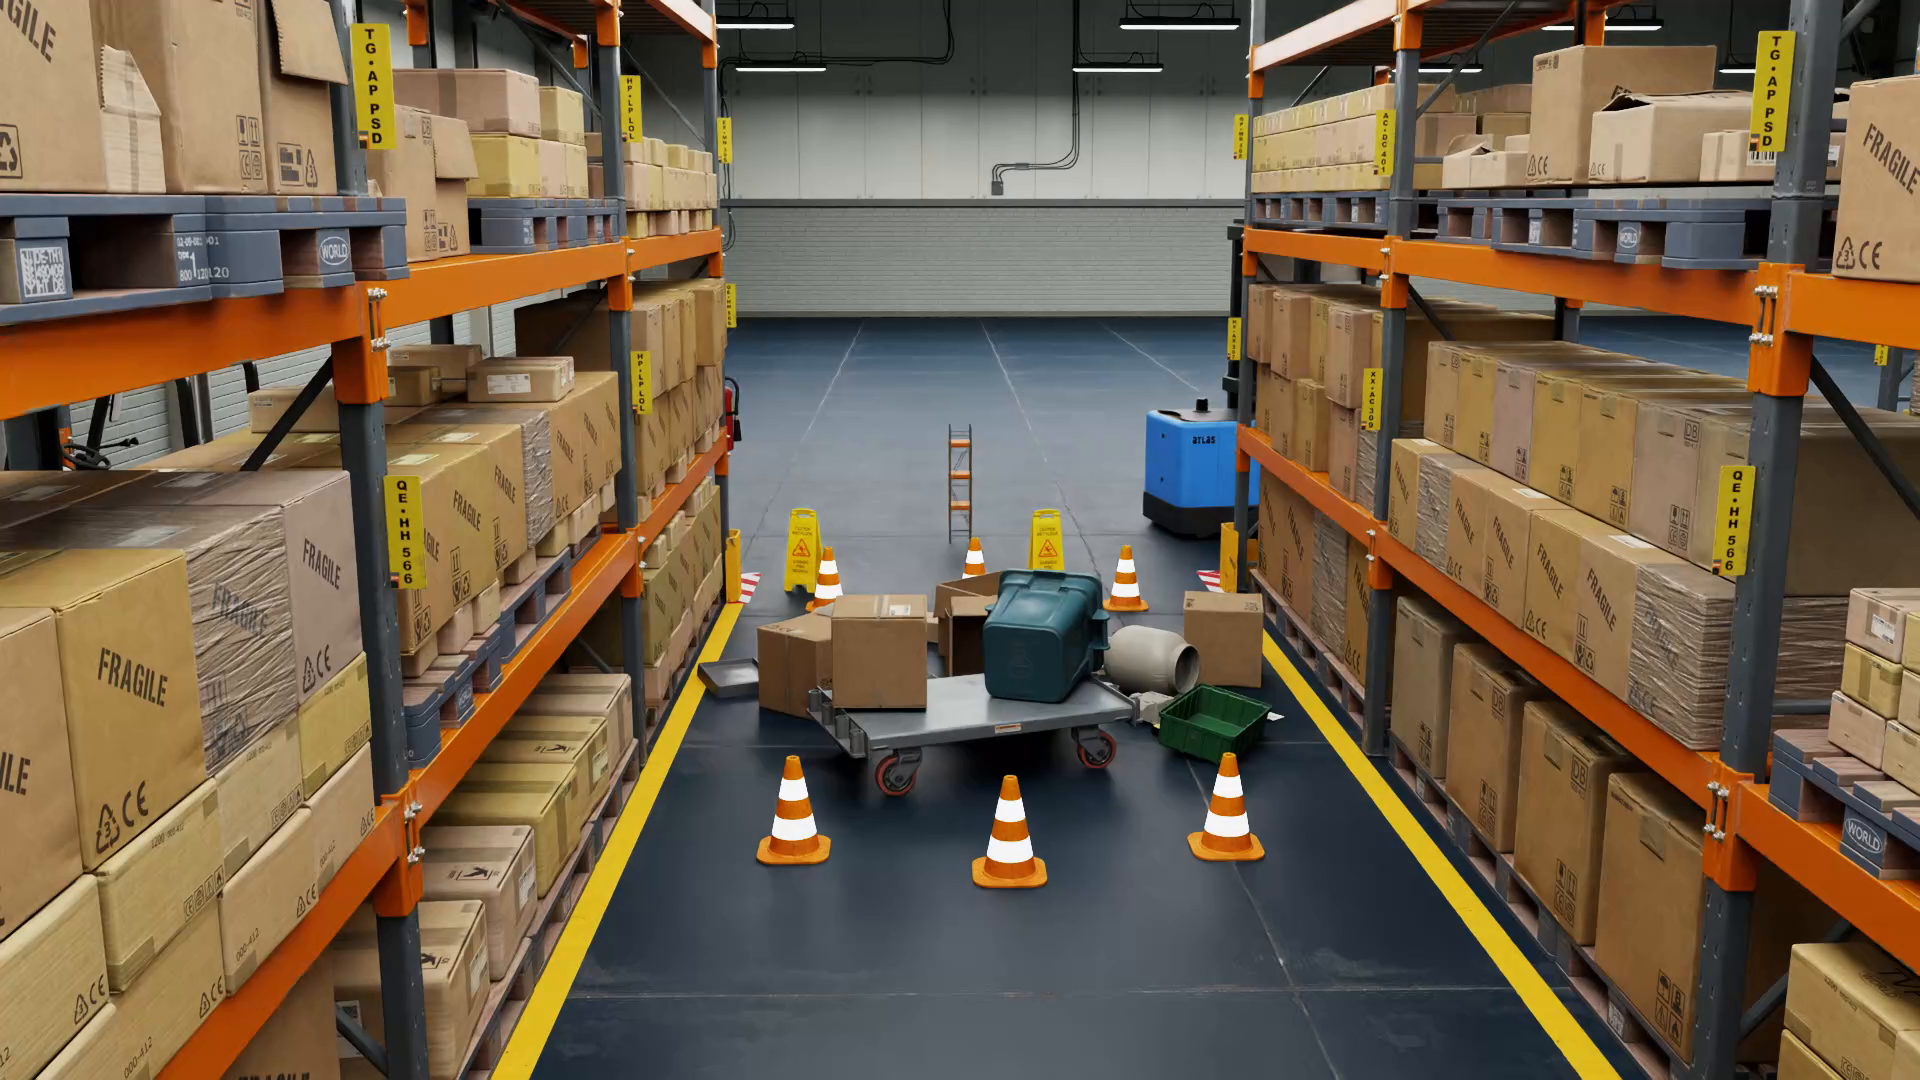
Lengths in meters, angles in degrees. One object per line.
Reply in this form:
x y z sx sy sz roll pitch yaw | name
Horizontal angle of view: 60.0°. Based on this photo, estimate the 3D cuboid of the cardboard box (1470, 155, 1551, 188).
2.513 -1.681 7.579 0.250 0.149 0.380 0 11 -1 | cardboard box

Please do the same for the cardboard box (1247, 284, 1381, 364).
2.626 -1.610 12.358 0.875 0.550 0.550 0 11 -1 | cardboard box

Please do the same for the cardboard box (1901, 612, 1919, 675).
2.647 0.281 4.210 0.380 0.149 0.250 -1 11 -3 | cardboard box

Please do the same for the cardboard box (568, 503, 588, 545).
-1.883 -0.073 7.451 0.380 0.149 0.250 0 11 -1 | cardboard box

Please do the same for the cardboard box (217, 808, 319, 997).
-1.828 0.824 3.831 0.500 0.250 0.500 0 11 0 | cardboard box

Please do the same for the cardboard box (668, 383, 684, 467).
-1.968 -0.729 10.107 0.500 0.500 0.500 0 11 -2 | cardboard box

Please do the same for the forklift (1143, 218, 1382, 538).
3.316 -1.583 15.490 3.031 2.935 1.130 -3 12 -13 | forklift

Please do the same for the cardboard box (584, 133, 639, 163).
-1.887 -2.047 8.689 0.380 0.149 0.250 0 11 -2 | cardboard box

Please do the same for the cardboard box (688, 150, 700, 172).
-1.997 -2.611 11.464 0.380 0.149 0.250 0 11 -2 | cardboard box

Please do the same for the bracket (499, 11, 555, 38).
-8.218 -9.759 31.478 0.076 0.066 4.783 0 11 -1 | bracket

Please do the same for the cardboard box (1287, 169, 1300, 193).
2.370 -2.363 10.941 0.380 0.149 0.250 0 11 -2 | cardboard box

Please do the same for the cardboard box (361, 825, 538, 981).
-2.149 1.372 6.303 0.950 0.372 0.625 0 11 -2 | cardboard box

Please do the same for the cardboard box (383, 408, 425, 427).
-2.455 -0.252 6.701 0.500 0.500 0.500 -1 11 -3 | cardboard box

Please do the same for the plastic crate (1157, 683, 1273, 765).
1.426 1.035 9.343 0.450 0.188 0.662 17 18 26 | plastic crate

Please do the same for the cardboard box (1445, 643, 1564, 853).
2.859 0.925 7.556 1.050 0.750 0.750 0 11 -1 | cardboard box

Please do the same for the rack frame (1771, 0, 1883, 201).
2.823 -2.431 4.410 1.000 3.000 0.127 0 11 -1 | rack frame

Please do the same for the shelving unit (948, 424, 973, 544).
0.001 -0.504 14.902 0.215 1.050 0.252 0 11 -1 | shelving unit

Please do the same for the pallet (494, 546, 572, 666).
-2.206 0.250 6.765 1.003 0.211 1.213 0 11 -1 | pallet

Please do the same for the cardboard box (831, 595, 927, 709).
-0.428 0.595 8.965 0.500 0.500 0.500 0 11 -1 | cardboard box

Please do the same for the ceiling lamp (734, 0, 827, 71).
-3.931 -11.893 36.369 2.000 3.185 0.800 0 11 -1 | ceiling lamp

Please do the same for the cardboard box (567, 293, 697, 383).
-1.971 -1.220 10.016 0.700 0.500 0.500 0 11 -2 | cardboard box

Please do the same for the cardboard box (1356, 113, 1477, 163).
2.473 -2.180 9.038 0.500 0.250 0.500 0 11 -2 | cardboard box

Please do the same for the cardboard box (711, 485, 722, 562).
-2.012 -0.108 12.023 0.500 0.500 0.500 0 11 -1 | cardboard box

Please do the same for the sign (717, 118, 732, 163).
-1.734 -2.943 12.251 0.100 0.325 0.005 0 11 -1 | sign

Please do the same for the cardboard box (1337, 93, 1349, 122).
2.399 -2.500 9.612 0.380 0.149 0.250 0 11 0 | cardboard box

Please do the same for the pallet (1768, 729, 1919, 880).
2.944 0.744 4.329 1.213 0.211 1.003 0 11 -1 | pallet

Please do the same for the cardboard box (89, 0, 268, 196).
-1.914 -0.979 3.491 0.700 0.500 0.500 -1 11 -4 | cardboard box

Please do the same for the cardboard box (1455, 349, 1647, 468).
2.769 -0.624 7.826 0.700 0.500 0.500 0 11 -2 | cardboard box

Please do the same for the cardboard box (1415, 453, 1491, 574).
2.493 -0.129 7.900 0.500 0.500 0.500 0 11 -1 | cardboard box

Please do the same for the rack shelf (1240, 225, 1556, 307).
2.699 -1.801 10.658 1.077 0.370 4.000 0 11 -1 | rack shelf

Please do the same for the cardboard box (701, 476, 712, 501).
-1.938 -0.354 11.600 0.380 0.149 0.250 0 11 0 | cardboard box

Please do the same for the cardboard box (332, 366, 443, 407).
-2.425 -0.654 7.050 0.380 0.149 0.250 0 11 2 | cardboard box

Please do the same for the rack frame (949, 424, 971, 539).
-0.001 -0.528 15.022 0.200 1.050 0.008 0 11 -1 | rack frame

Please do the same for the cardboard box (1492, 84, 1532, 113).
3.072 -2.352 8.885 0.380 0.149 0.250 0 11 -1 | cardboard box

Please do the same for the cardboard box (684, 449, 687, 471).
-1.943 -0.491 10.566 0.380 0.149 0.250 0 11 -1 | cardboard box

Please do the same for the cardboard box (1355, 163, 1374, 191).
2.407 -2.009 9.198 0.380 0.149 0.250 0 11 0 | cardboard box

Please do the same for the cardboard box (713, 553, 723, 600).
-2.003 0.265 12.067 0.500 0.250 0.500 0 11 -1 | cardboard box

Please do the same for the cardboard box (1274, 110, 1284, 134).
2.360 -2.855 11.363 0.380 0.149 0.250 0 11 -1 | cardboard box

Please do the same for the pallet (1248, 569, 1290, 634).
2.752 0.444 12.340 1.003 0.211 1.213 0 11 -1 | pallet

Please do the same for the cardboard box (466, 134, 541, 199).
-2.035 -1.531 6.836 0.500 0.250 0.500 0 11 0 | cardboard box

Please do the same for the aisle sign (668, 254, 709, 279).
-2.001 -2.328 12.454 0.394 0.787 0.004 0 11 -1 | aisle sign

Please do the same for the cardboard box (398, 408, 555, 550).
-1.940 -0.250 6.692 0.500 0.500 0.500 -1 11 -3 | cardboard box

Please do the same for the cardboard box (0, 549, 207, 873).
-1.830 0.313 3.207 0.500 0.500 0.500 0 11 -1 | cardboard box

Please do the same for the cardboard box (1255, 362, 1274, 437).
2.710 -1.081 12.467 0.875 0.550 0.550 0 11 -1 | cardboard box

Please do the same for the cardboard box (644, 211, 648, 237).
-1.999 -1.807 9.508 0.380 0.149 0.250 0 11 1 | cardboard box

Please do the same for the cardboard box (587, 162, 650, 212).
-1.942 -1.877 8.850 0.500 0.250 0.500 0 11 -2 | cardboard box

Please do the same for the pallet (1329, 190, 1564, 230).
2.733 -1.875 9.438 1.003 0.211 1.213 0 11 -1 | pallet

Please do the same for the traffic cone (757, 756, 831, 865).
-0.782 1.238 7.792 0.336 0.463 0.334 0 11 -1 | traffic cone

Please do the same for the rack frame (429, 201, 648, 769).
-2.207 -0.246 8.726 1.000 3.000 0.127 0 11 -1 | rack frame

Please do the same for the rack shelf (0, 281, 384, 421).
-2.083 -0.171 2.620 1.077 0.370 4.000 0 11 -1 | rack shelf

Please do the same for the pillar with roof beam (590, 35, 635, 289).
-4.455 -9.799 40.726 9.100 9.000 0.548 0 11 -1 | pillar with roof beam

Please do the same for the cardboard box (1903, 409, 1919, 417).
7.386 -0.901 12.587 0.380 0.149 0.250 0 11 -1 | cardboard box

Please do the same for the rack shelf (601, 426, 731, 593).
-2.248 -0.291 10.757 1.077 0.370 4.000 0 11 -1 | rack shelf

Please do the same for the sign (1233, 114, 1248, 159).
2.102 -3.017 12.446 0.100 0.325 0.005 0 11 -1 | sign

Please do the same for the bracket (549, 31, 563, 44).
-8.271 -10.272 34.003 0.235 0.232 0.430 0 11 -1 | bracket
